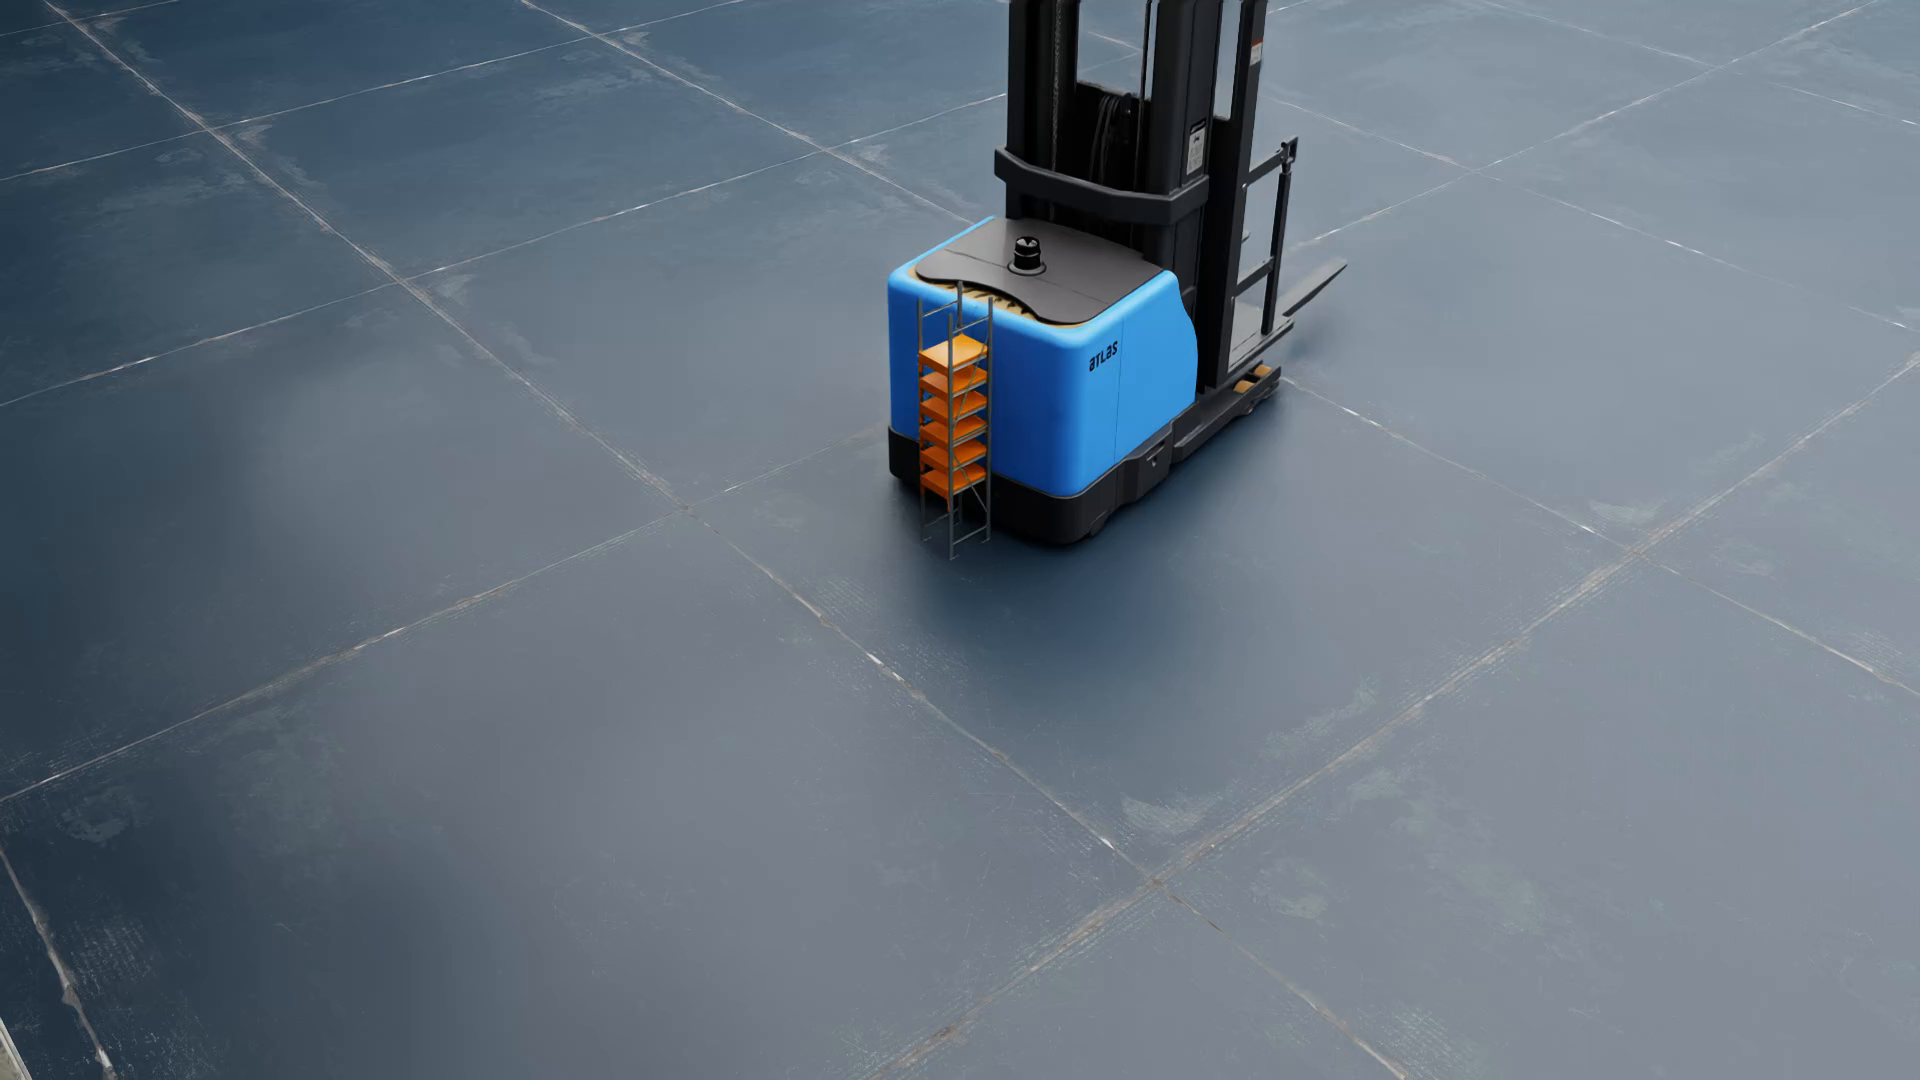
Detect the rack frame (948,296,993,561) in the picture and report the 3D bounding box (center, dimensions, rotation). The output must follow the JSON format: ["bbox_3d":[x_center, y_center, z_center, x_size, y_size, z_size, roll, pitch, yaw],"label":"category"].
[{"bbox_3d":[0.042,-0.444,6.971,0.240,1.200,0.006,-28,44,-33],"label":"rack frame"}]

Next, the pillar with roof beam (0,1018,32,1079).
[{"bbox_3d":[1.439,-2.861,3.636,9.100,9.000,0.400,-26,43,-32],"label":"pillar with roof beam"}]

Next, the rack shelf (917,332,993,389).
[{"bbox_3d":[-0.019,-0.741,6.844,0.258,0.103,0.180,-28,44,-33],"label":"rack shelf"}]

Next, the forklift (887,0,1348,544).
[{"bbox_3d":[0.960,-1.976,7.636,1.130,2.935,3.031,24,42,30],"label":"forklift"}]

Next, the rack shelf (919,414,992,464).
[{"bbox_3d":[-0.019,-0.447,7.052,0.258,0.103,0.180,-28,44,-33],"label":"rack shelf"}]

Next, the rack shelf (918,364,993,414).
[{"bbox_3d":[-0.019,-0.643,6.914,0.258,0.103,0.180,-28,44,-33],"label":"rack shelf"}]

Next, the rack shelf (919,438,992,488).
[{"bbox_3d":[-0.019,-0.349,7.122,0.258,0.103,0.180,-28,44,-33],"label":"rack shelf"}]

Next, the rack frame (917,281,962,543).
[{"bbox_3d":[-0.081,-0.522,7.082,0.240,1.200,0.006,-28,44,-33],"label":"rack frame"}]

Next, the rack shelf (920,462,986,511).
[{"bbox_3d":[-0.019,-0.251,7.191,0.258,0.103,0.180,-28,44,-33],"label":"rack shelf"}]

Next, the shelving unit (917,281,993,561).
[{"bbox_3d":[-0.019,-0.483,7.027,0.258,1.200,0.189,-28,44,-33],"label":"shelving unit"}]

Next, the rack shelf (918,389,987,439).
[{"bbox_3d":[-0.019,-0.545,6.983,0.258,0.103,0.180,-28,44,-33],"label":"rack shelf"}]
